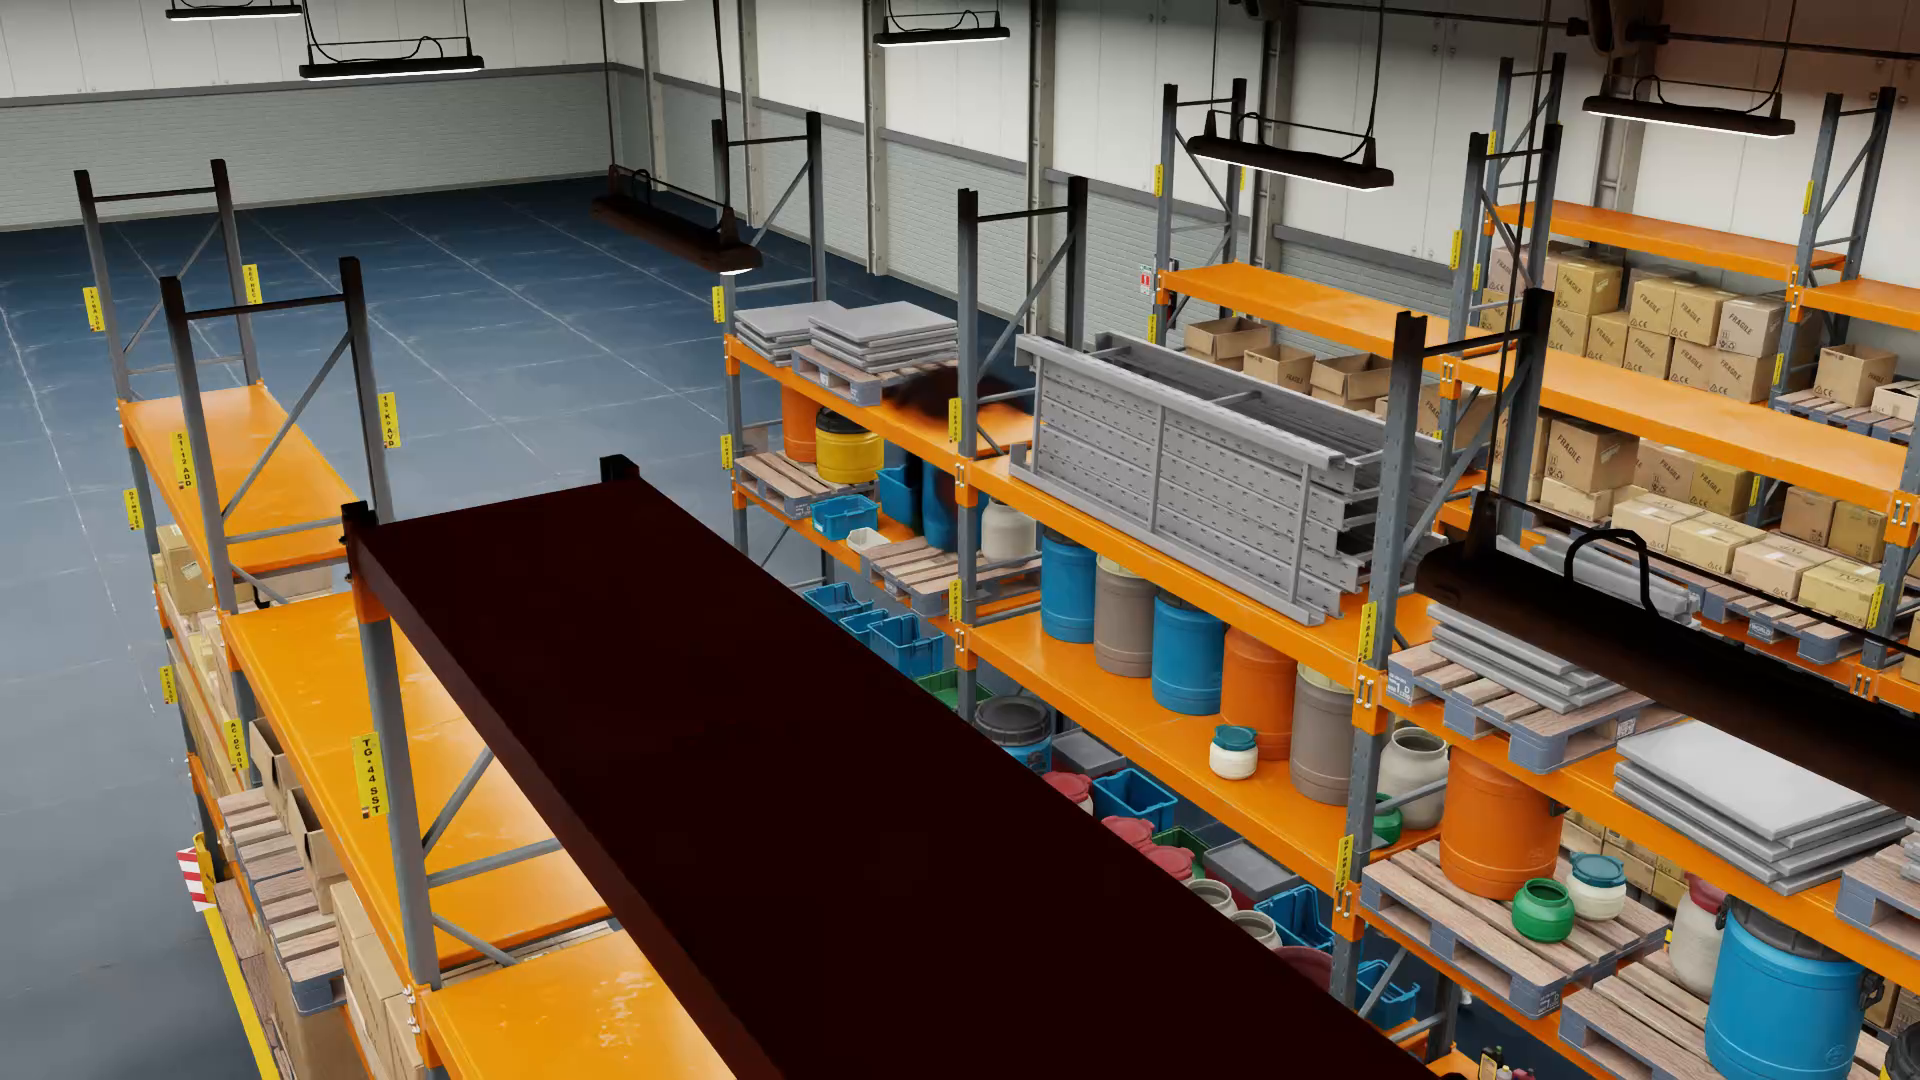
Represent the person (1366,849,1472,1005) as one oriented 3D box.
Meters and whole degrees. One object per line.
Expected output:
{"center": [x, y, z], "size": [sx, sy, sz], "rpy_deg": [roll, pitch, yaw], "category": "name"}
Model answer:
{"center": [3.509, 2.638, 12.581], "size": [0.448, 1.582, 1.042], "rpy_deg": [-13, 25, -30], "category": "person"}
